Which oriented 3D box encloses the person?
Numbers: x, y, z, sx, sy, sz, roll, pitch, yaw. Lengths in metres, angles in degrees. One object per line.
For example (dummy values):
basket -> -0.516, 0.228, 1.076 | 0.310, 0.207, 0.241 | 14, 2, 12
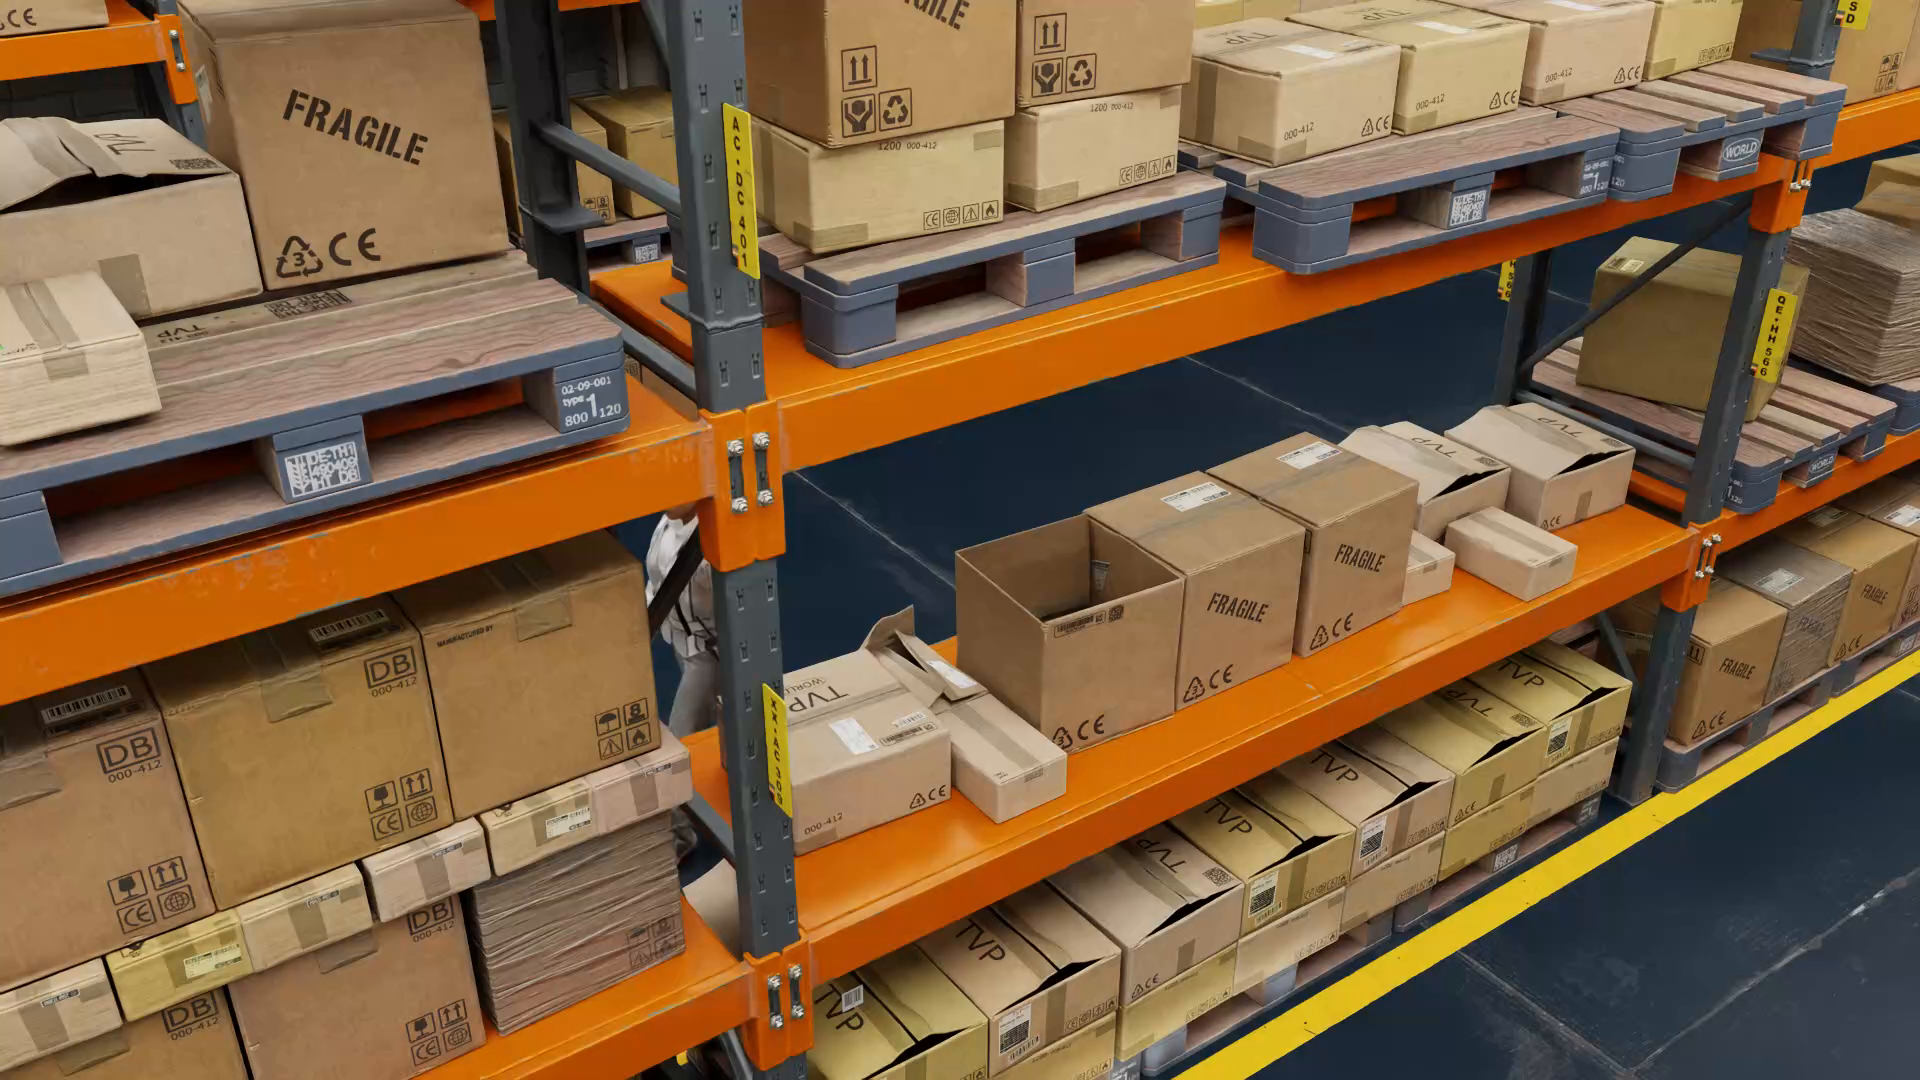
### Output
person -> -1.023, 0.437, 6.318 | 0.726, 1.722, 0.500 | -18, 34, -30
